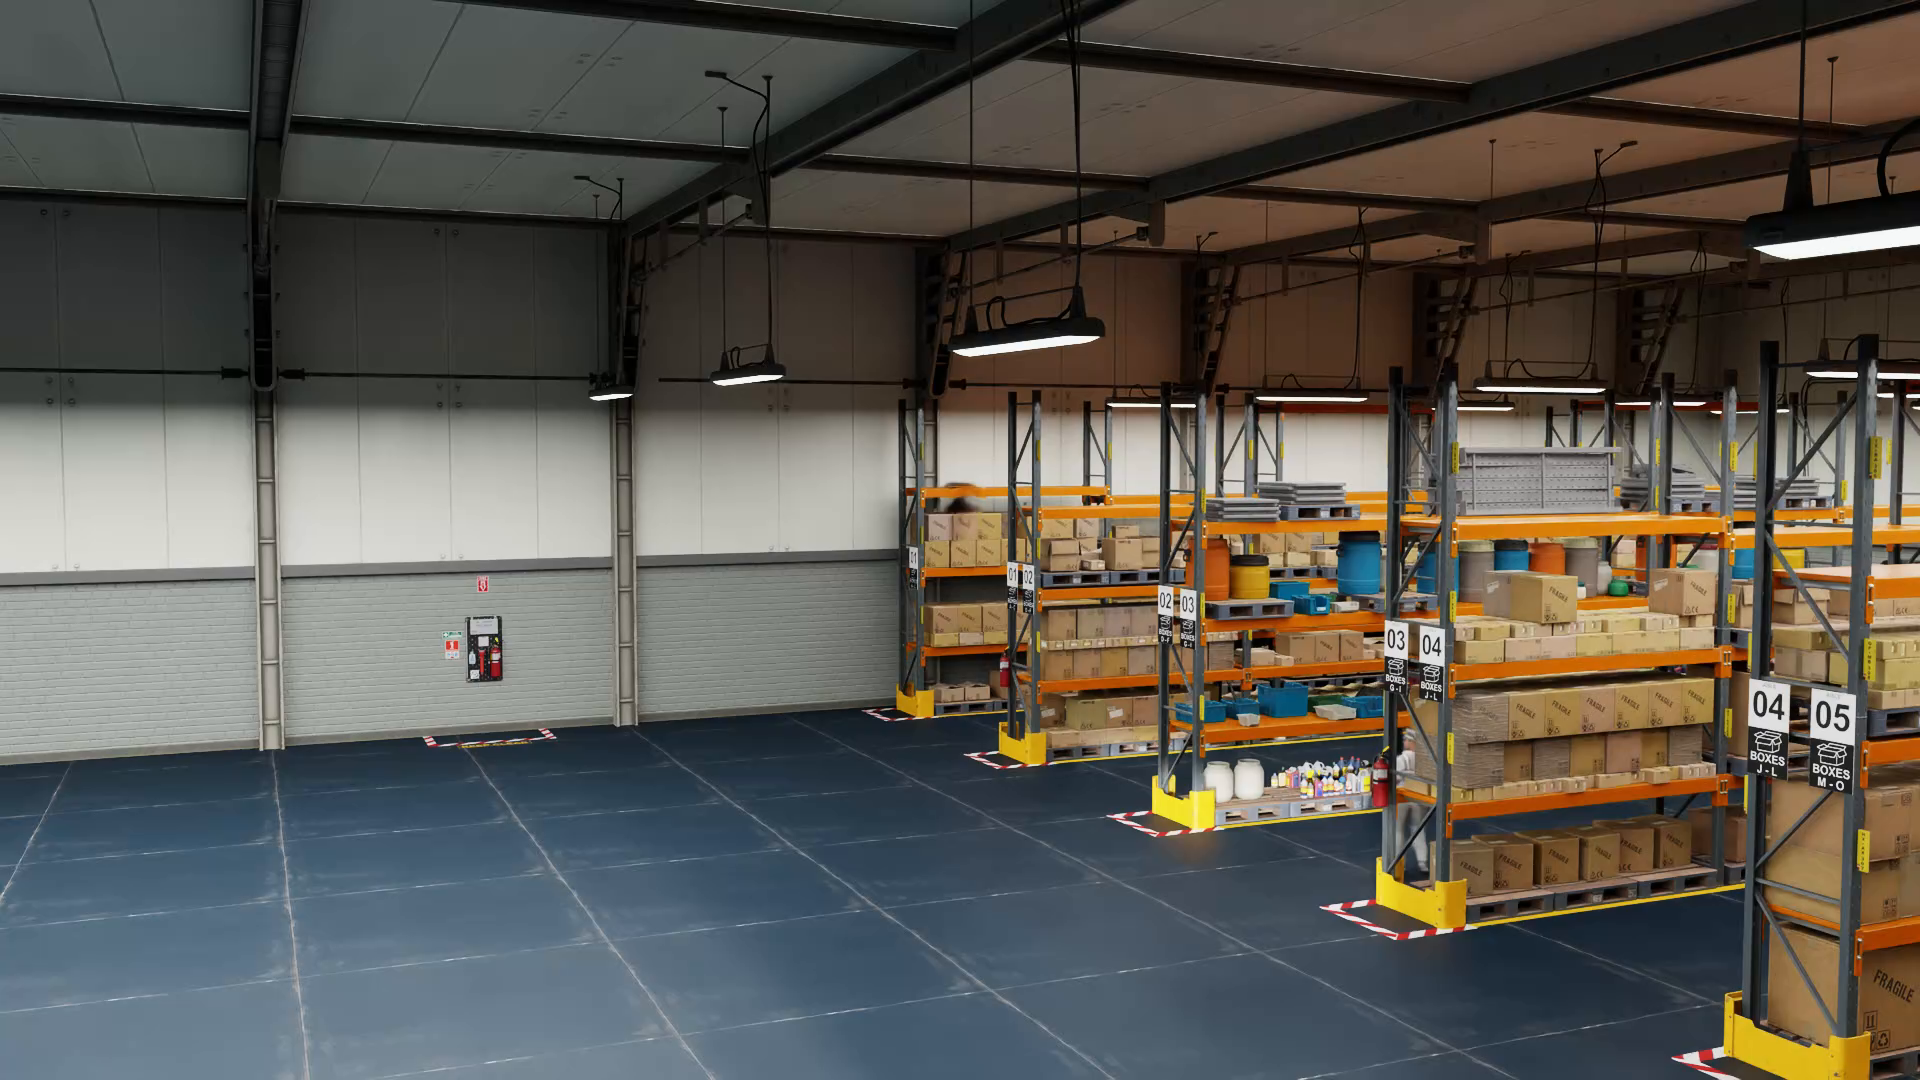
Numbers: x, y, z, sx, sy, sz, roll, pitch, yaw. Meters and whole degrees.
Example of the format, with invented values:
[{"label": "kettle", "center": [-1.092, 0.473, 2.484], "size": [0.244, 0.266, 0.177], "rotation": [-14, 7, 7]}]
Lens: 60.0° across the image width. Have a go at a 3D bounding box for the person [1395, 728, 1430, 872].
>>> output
[{"label": "person", "center": [5.360, 3.120, 19.942], "size": [0.615, 1.781, 0.567], "rotation": [-1, 3, -10]}]
